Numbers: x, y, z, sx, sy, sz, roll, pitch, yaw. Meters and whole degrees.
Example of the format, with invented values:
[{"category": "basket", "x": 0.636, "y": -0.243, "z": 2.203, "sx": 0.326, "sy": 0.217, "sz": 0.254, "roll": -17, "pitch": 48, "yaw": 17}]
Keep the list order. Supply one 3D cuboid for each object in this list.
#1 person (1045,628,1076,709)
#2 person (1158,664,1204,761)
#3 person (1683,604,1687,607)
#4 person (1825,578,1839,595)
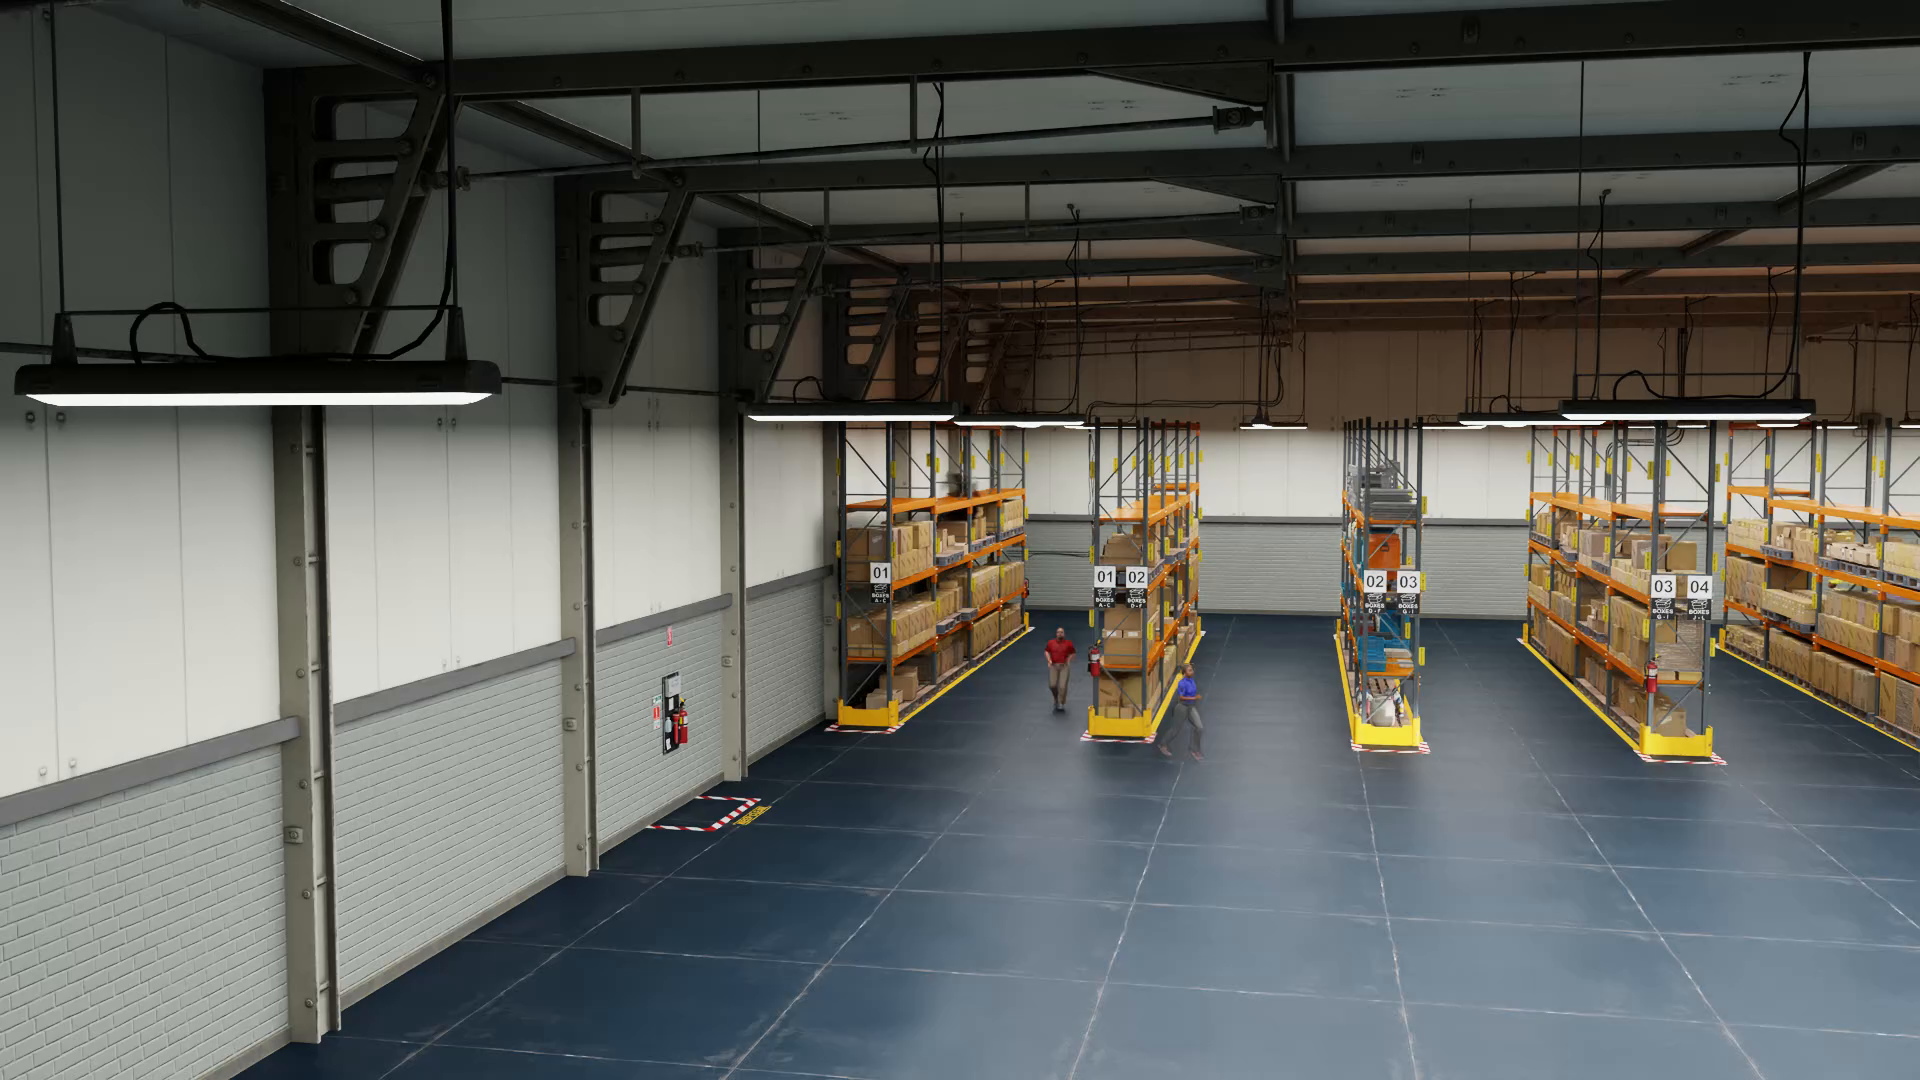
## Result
[{"category": "person", "x": 2.056, "y": 2.653, "z": 34.305, "sx": 0.655, "sy": 1.675, "sz": 0.610, "roll": 1, "pitch": 4, "yaw": 8}, {"category": "person", "x": 3.922, "y": 3.014, "z": 29.122, "sx": 0.892, "sy": 1.704, "sz": 0.585, "roll": 4, "pitch": 5, "yaw": 43}, {"category": "person", "x": 18.687, "y": 2.215, "z": 42.573, "sx": 0.633, "sy": 1.497, "sz": 0.847, "roll": 1, "pitch": 4, "yaw": 18}, {"category": "person", "x": 23.533, "y": 1.900, "z": 44.873, "sx": 0.961, "sy": 1.766, "sz": 0.705, "roll": 1, "pitch": 4, "yaw": 13}]
